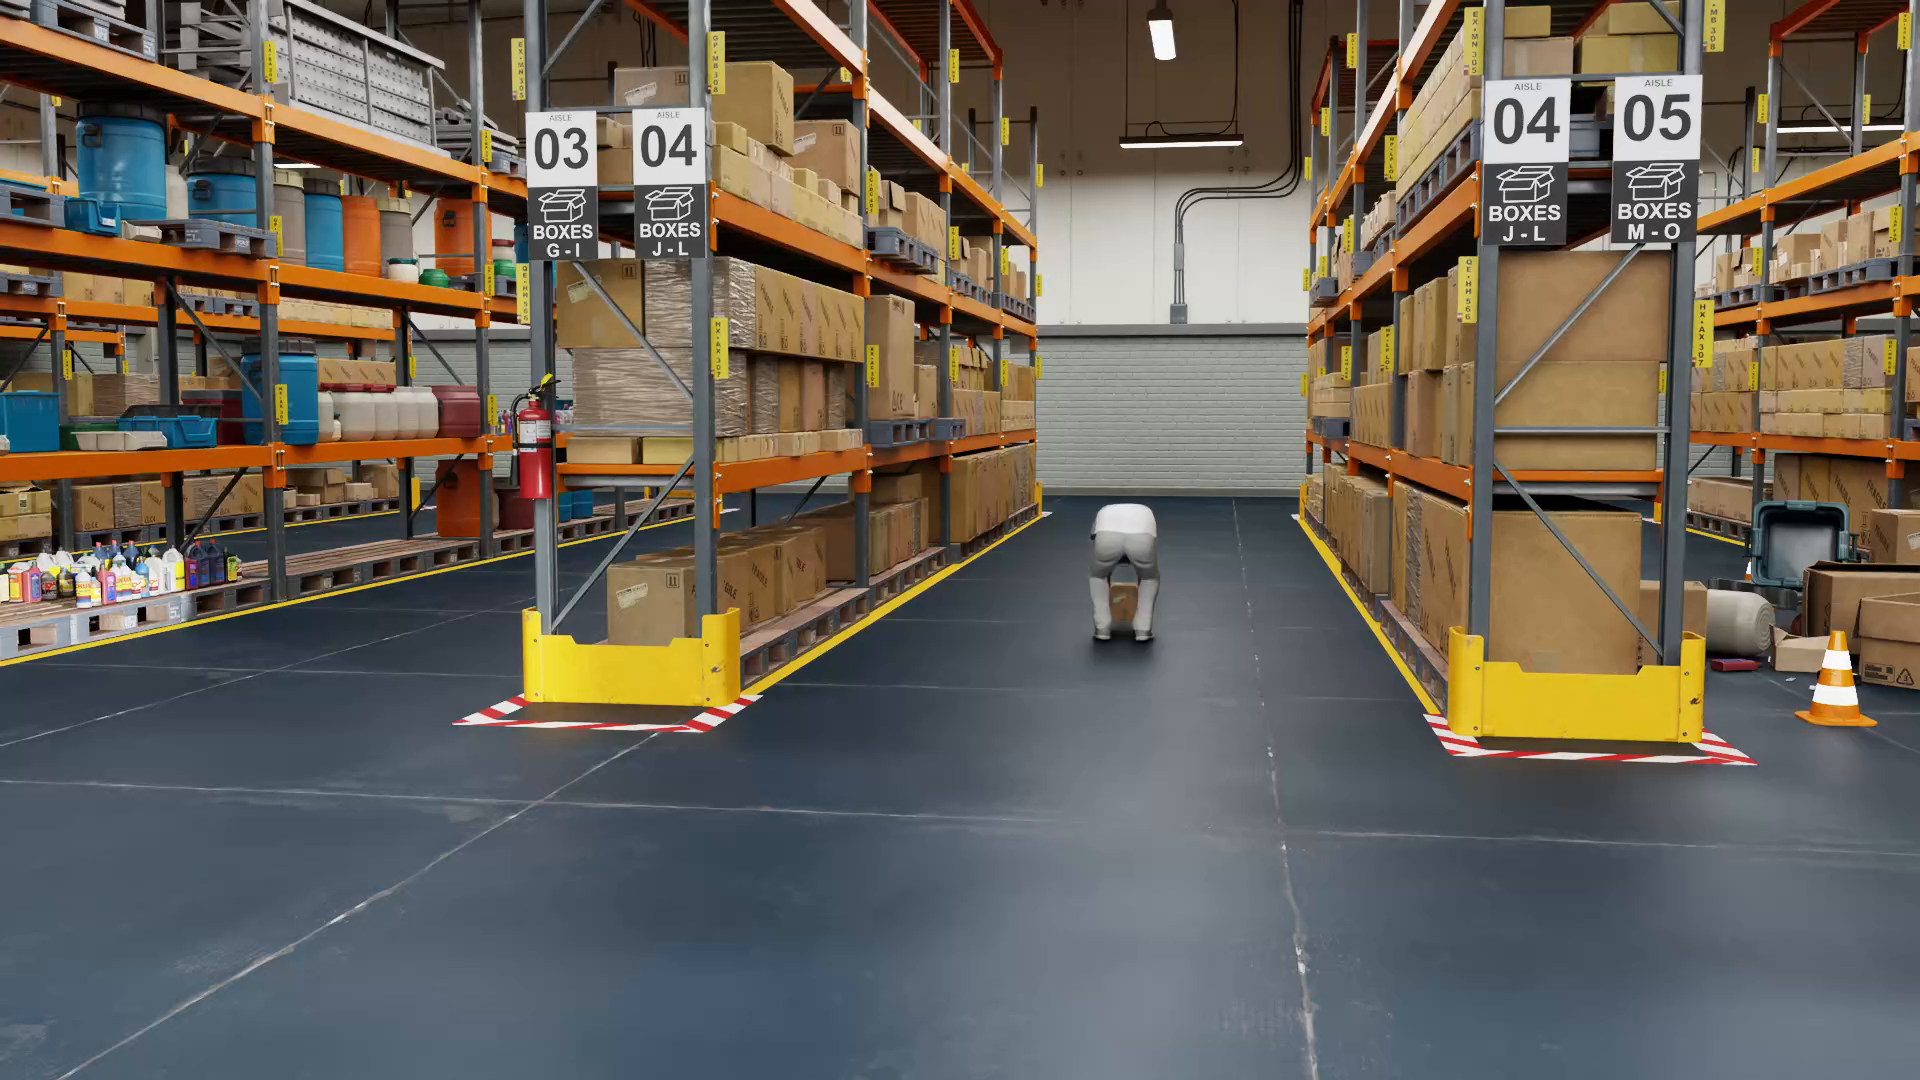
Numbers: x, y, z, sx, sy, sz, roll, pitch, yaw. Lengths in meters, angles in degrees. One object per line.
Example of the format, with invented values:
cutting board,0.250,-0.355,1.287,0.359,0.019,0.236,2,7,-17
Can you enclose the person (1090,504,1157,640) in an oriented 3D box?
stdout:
person,1.152,0.211,11.725,0.453,0.953,0.923,0,5,6
